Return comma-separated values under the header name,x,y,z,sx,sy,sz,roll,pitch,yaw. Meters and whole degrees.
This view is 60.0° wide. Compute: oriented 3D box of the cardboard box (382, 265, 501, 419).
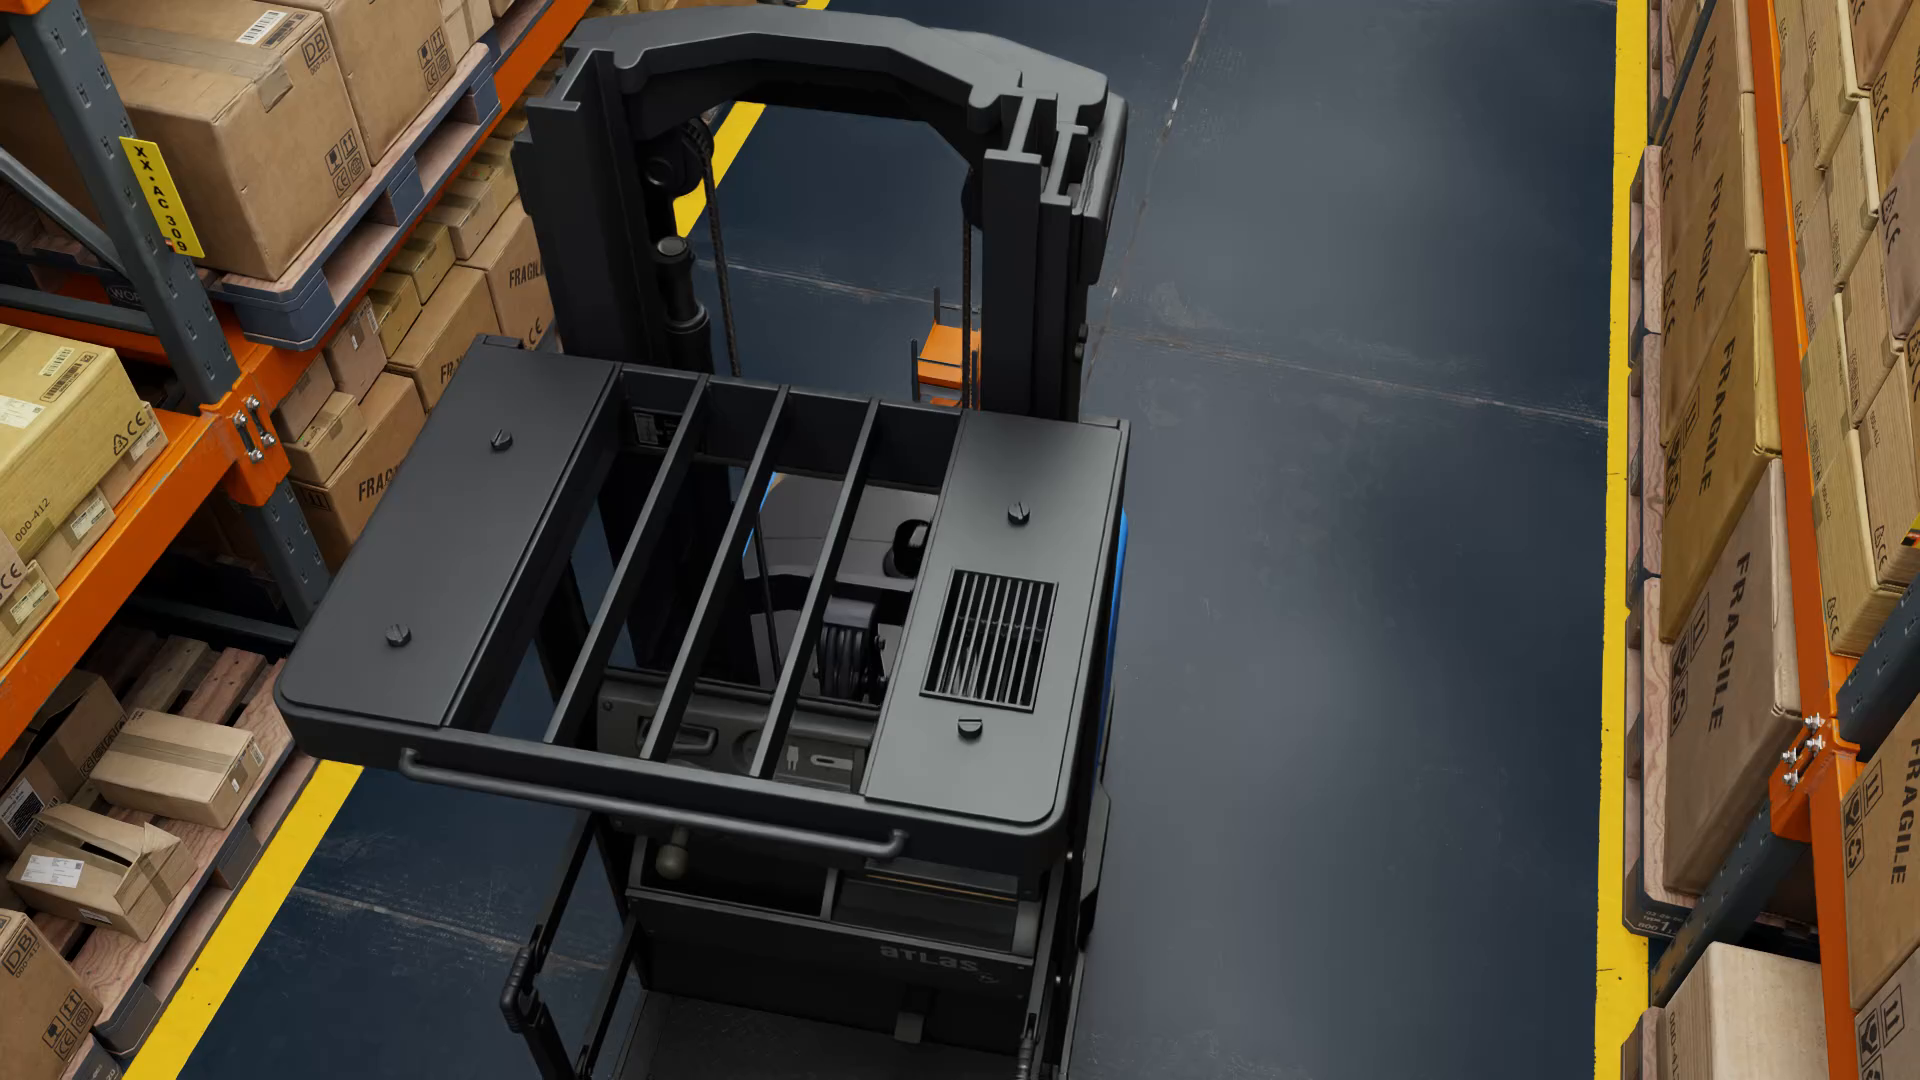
name,x,y,z,sx,sy,sz,roll,pitch,yaw
cardboard box,-1.909,-0.614,5.678,0.500,0.500,0.500,11,49,10

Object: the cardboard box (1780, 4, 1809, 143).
name,x,y,z,sx,sy,sz,roll,pitch,yaw
cardboard box,2.825,-1.419,5.102,0.500,0.250,0.500,13,50,11

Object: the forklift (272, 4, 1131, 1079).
name,x,y,z,sx,sy,sz,roll,pitch,yaw
forklift,-0.321,0.641,3.229,1.130,2.935,3.031,8,49,7

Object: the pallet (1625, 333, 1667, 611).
name,x,y,z,sx,sy,sz,roll,pitch,yaw
pallet,2.855,-0.168,5.758,1.003,0.211,1.213,12,50,10

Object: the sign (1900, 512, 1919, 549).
name,x,y,z,sx,sy,sz,roll,pitch,yaw
sign,1.879,-0.090,3.109,0.100,0.325,0.005,12,50,10

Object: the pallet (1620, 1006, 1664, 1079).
name,x,y,z,sx,sy,sz,roll,pitch,yaw
pallet,2.130,1.825,3.999,1.003,0.211,1.213,12,50,10

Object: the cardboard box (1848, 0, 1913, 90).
name,x,y,z,sx,sy,sz,roll,pitch,yaw
cardboard box,2.684,-1.485,4.327,0.500,0.500,0.500,12,50,11

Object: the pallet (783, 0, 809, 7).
name,x,y,z,sx,sy,sz,roll,pitch,yaw
pallet,-1.077,-3.168,8.405,1.003,0.211,1.213,12,50,10

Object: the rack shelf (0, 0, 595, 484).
name,x,y,z,sx,sy,sz,roll,pitch,yaw
rack shelf,-1.858,-1.818,5.834,1.077,0.370,4.000,12,50,10

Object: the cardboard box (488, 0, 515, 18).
name,x,y,z,sx,sy,sz,roll,pitch,yaw
cardboard box,-1.698,-2.030,5.194,0.700,0.500,0.500,11,50,10

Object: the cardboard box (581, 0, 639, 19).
name,x,y,z,sx,sy,sz,roll,pitch,yaw
cardboard box,-1.484,-2.055,6.517,0.380,0.149,0.250,13,50,11

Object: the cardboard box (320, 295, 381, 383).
name,x,y,z,sx,sy,sz,roll,pitch,yaw
cardboard box,-2.011,-0.639,5.069,0.380,0.149,0.250,9,49,8

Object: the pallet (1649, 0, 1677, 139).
name,x,y,z,sx,sy,sz,roll,pitch,yaw
pallet,3.665,-2.168,7.523,1.003,0.211,1.213,12,50,10

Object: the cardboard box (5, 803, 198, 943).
name,x,y,z,sx,sy,sz,roll,pitch,yaw
cardboard box,-2.341,0.875,4.520,0.396,0.266,0.258,13,50,11

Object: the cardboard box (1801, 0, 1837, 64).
name,x,y,z,sx,sy,sz,roll,pitch,yaw
cardboard box,2.806,-1.592,4.921,0.500,0.250,0.500,11,50,10

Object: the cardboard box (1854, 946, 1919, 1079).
name,x,y,z,sx,sy,sz,roll,pitch,yaw
cardboard box,1.893,0.985,2.813,0.500,0.500,0.500,12,50,10

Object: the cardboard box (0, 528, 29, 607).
name,x,y,z,sx,sy,sz,roll,pitch,yaw
cardboard box,-2.400,0.123,3.542,0.500,0.250,0.500,12,50,10

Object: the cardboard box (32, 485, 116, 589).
name,x,y,z,sx,sy,sz,roll,pitch,yaw
cardboard box,-2.272,-0.053,3.964,0.380,0.149,0.250,13,50,11

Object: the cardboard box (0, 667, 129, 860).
name,x,y,z,sx,sy,sz,roll,pitch,yaw
cardboard box,-2.786,0.572,4.757,0.500,0.311,0.500,13,50,11

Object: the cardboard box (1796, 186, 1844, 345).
name,x,y,z,sx,sy,sz,roll,pitch,yaw
cardboard box,2.567,-0.687,4.455,0.500,0.250,0.500,10,49,9

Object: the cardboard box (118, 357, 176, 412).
name,x,y,z,sx,sy,sz,roll,pitch,yaw
cardboard box,-2.566,-0.459,5.109,0.380,0.149,0.250,10,49,9

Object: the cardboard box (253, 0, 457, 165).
name,x,y,z,sx,sy,sz,roll,pitch,yaw
cardboard box,-1.905,-1.462,4.693,0.700,0.500,0.500,12,50,10

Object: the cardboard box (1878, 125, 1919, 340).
name,x,y,z,sx,sy,sz,roll,pitch,yaw
cardboard box,2.410,-0.745,3.673,0.500,0.500,0.500,12,50,11

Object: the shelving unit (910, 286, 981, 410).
name,x,y,z,sx,sy,sz,roll,pitch,yaw
shelving unit,-0.014,-0.309,5.322,0.215,1.050,0.252,12,50,10

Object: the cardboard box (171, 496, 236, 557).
name,x,y,z,sx,sy,sz,roll,pitch,yaw
cardboard box,-2.540,-0.335,5.432,0.500,0.500,0.500,11,50,10

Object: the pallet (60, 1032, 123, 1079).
name,x,y,z,sx,sy,sz,roll,pitch,yaw
pallet,-2.885,1.695,4.113,1.003,0.211,1.213,12,50,10

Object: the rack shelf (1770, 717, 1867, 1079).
name,x,y,z,sx,sy,sz,roll,pitch,yaw
rack shelf,1.879,2.052,2.418,1.077,0.370,4.000,12,50,10

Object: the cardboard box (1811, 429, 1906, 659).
name,x,y,z,sx,sy,sz,roll,pitch,yaw
cardboard box,2.280,0.043,3.812,0.500,0.250,0.500,10,49,9

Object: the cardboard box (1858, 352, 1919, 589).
name,x,y,z,sx,sy,sz,roll,pitch,yaw
cardboard box,2.287,-0.115,3.618,0.500,0.250,0.500,12,50,10

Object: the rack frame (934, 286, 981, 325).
name,x,y,z,sx,sy,sz,roll,pitch,yaw
rack frame,0.018,-0.397,5.400,0.200,1.050,0.008,12,50,10

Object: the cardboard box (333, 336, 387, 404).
name,x,y,z,sx,sy,sz,roll,pitch,yaw
cardboard box,-2.035,-0.559,5.197,0.380,0.149,0.250,10,49,9

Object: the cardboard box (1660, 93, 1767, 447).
name,x,y,z,sx,sy,sz,roll,pitch,yaw
cardboard box,2.958,-0.834,5.623,0.875,0.875,0.875,12,50,10

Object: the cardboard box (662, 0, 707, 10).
name,x,y,z,sx,sy,sz,roll,pitch,yaw
cardboard box,-1.377,-2.106,6.996,0.500,0.500,0.500,11,49,9

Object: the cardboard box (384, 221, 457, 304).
name,x,y,z,sx,sy,sz,roll,pitch,yaw
cardboard box,-1.919,-0.947,5.540,0.380,0.149,0.250,11,49,9

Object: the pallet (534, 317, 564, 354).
name,x,y,z,sx,sy,sz,roll,pitch,yaw
pallet,-1.887,-1.168,6.640,1.003,0.211,1.213,12,50,10

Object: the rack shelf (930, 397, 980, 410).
name,x,y,z,sx,sy,sz,roll,pitch,yaw
rack shelf,-0.014,-0.302,5.330,0.215,0.259,0.240,12,50,10

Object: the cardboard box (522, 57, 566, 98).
name,x,y,z,sx,sy,sz,roll,pitch,yaw
cardboard box,-1.593,-1.668,6.176,0.380,0.149,0.250,9,49,8

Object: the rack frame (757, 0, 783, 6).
name,x,y,z,sx,sy,sz,roll,pitch,yaw
rack frame,-1.331,-3.503,6.841,1.000,3.000,0.127,12,50,10

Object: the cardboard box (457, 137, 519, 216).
name,x,y,z,sx,sy,sz,roll,pitch,yaw
cardboard box,-1.750,-1.300,5.851,0.380,0.149,0.250,13,50,11

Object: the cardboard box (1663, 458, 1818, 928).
name,x,y,z,sx,sy,sz,roll,pitch,yaw
cardboard box,2.491,0.467,4.474,0.875,0.875,0.875,13,50,11

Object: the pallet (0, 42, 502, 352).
name,x,y,z,sx,sy,sz,roll,pitch,yaw
pallet,-2.069,-1.102,4.850,1.003,0.211,1.213,12,50,10

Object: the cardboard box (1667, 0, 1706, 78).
name,x,y,z,sx,sy,sz,roll,pitch,yaw
cardboard box,3.617,-2.202,7.165,0.950,0.372,0.625,9,49,7

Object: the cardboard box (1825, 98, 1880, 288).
name,x,y,z,sx,sy,sz,roll,pitch,yaw
cardboard box,2.542,-0.854,4.270,0.500,0.250,0.500,13,50,11

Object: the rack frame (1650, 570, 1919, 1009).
name,x,y,z,sx,sy,sz,roll,pitch,yaw
rack frame,2.405,0.367,3.425,1.000,3.000,0.127,12,50,10
